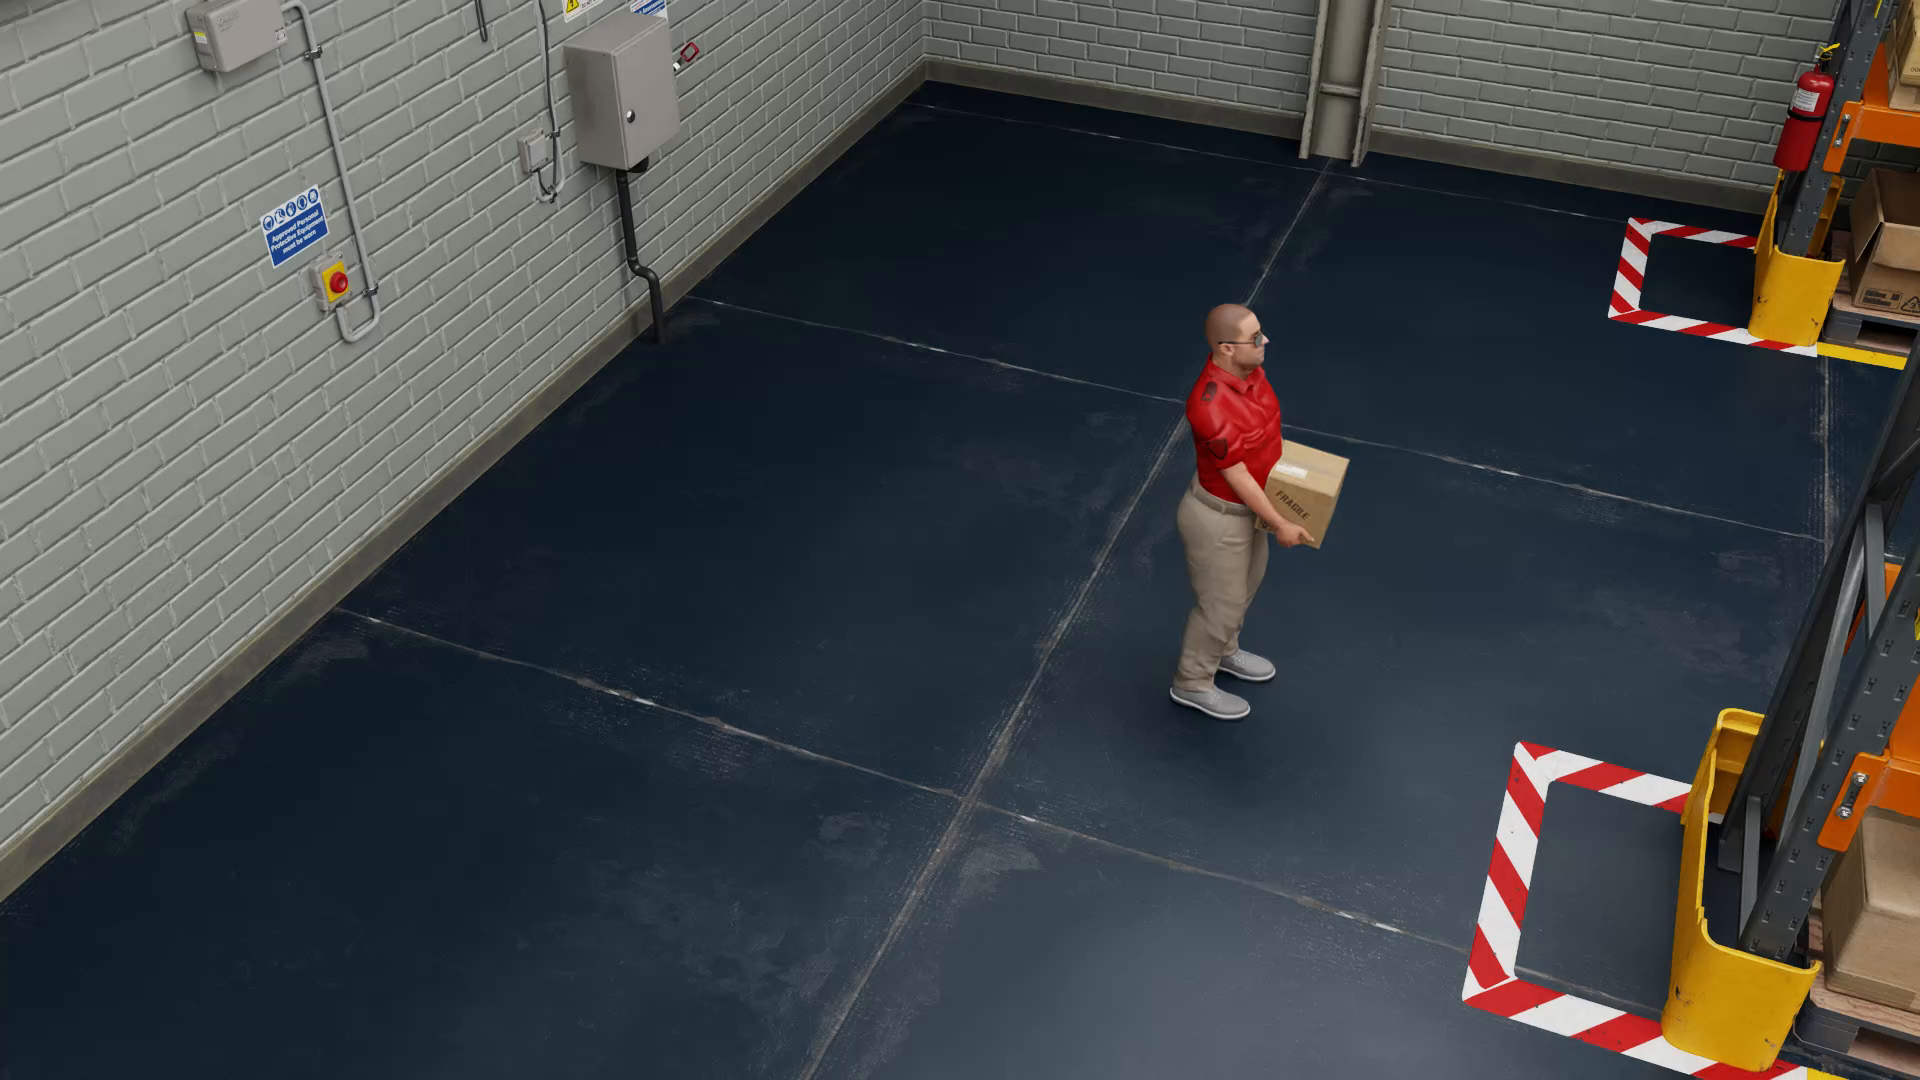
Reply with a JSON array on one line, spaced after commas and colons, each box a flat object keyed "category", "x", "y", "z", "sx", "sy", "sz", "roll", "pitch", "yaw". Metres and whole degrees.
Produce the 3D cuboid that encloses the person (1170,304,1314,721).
[{"category": "person", "x": 1.105, "y": -0.095, "z": 6.297, "sx": 0.529, "sy": 1.713, "sz": 0.494, "roll": 14, "pitch": 39, "yaw": 18}]
